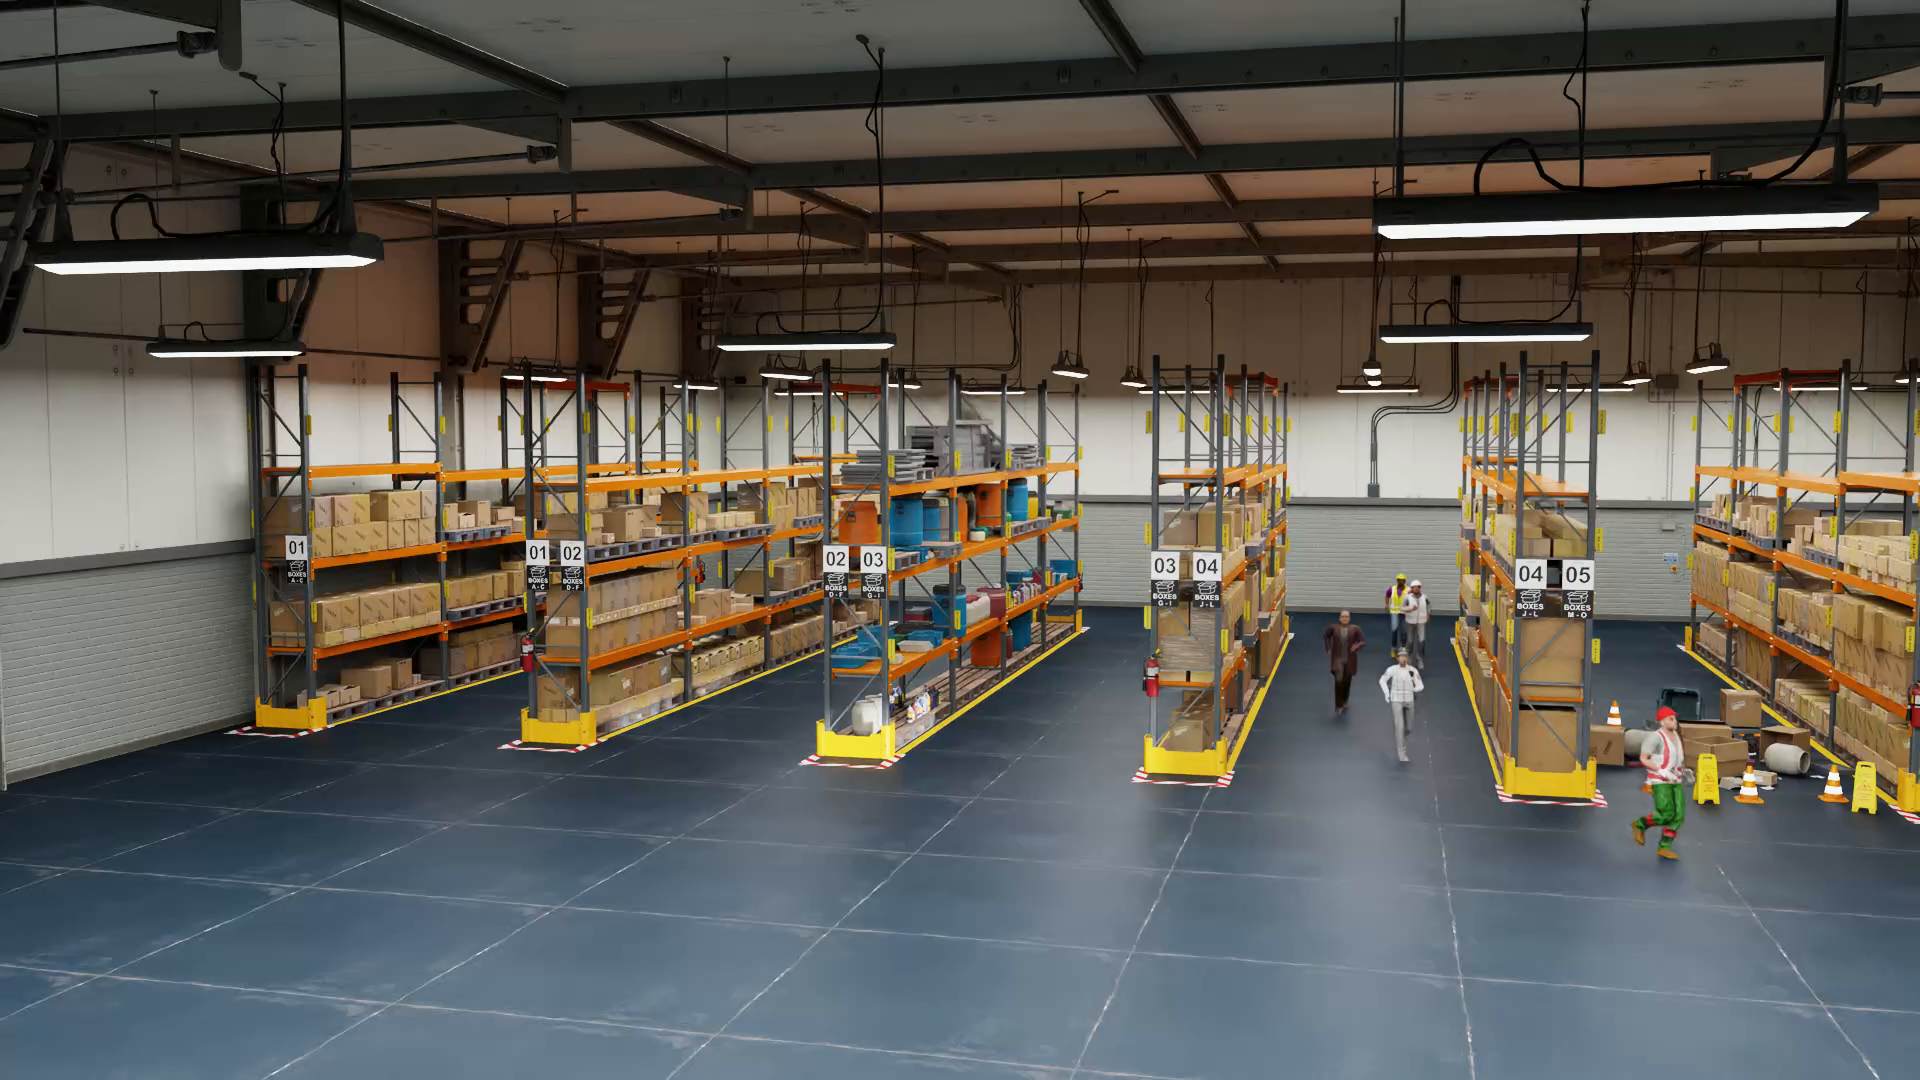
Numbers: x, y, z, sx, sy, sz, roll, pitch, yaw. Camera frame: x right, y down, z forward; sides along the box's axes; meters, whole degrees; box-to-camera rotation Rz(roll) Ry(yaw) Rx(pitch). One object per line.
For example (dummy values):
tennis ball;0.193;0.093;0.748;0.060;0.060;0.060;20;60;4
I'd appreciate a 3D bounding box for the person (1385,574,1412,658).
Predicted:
person;9.527;1.632;35.992;0.666;1.815;0.766;1;4;17

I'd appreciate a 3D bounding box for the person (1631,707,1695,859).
person;8.154;2.799;19.308;0.646;1.743;0.638;-2;5;-30

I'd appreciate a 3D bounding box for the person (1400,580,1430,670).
person;9.418;1.732;34.408;0.671;1.825;0.828;0;4;6

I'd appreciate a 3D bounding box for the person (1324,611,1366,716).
person;6.683;2.139;28.899;0.690;1.846;0.857;1;4;8

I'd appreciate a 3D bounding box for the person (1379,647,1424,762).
person;6.639;2.433;24.976;0.624;1.670;0.883;0;4;3
